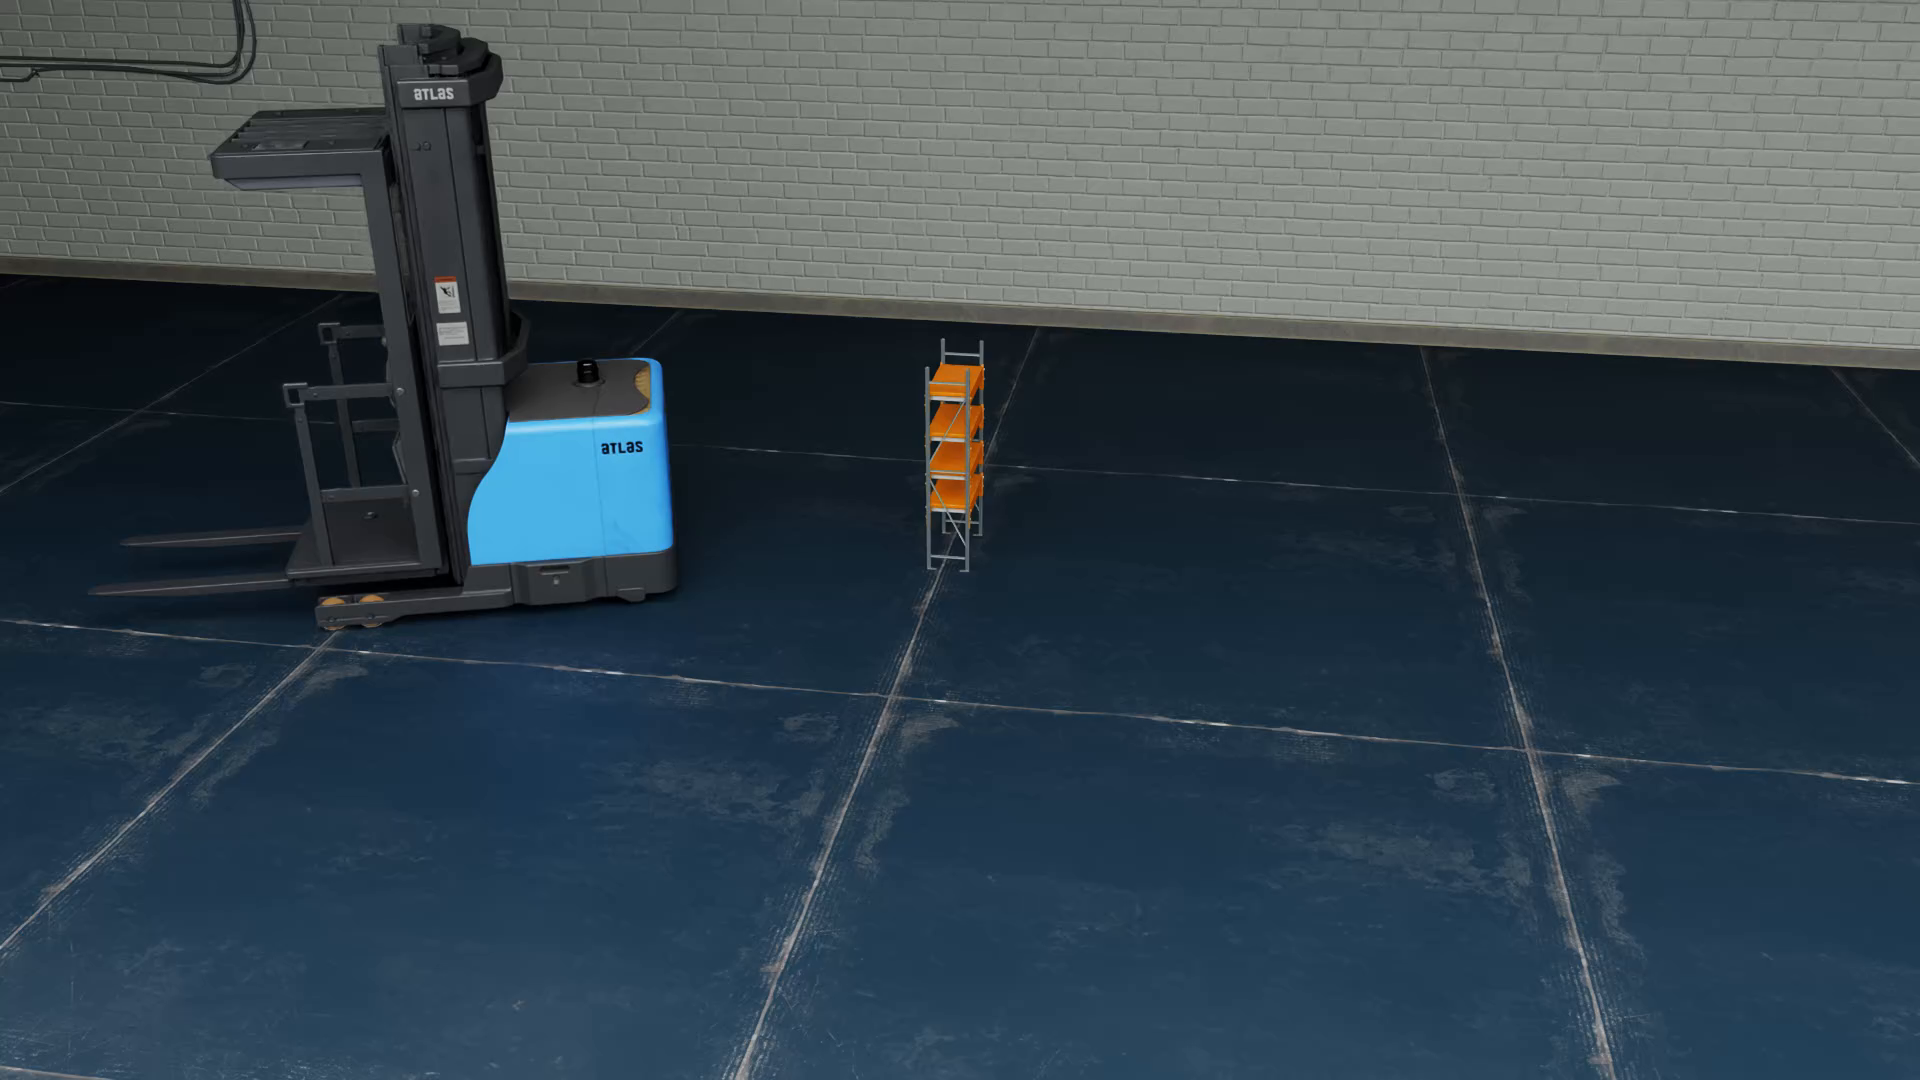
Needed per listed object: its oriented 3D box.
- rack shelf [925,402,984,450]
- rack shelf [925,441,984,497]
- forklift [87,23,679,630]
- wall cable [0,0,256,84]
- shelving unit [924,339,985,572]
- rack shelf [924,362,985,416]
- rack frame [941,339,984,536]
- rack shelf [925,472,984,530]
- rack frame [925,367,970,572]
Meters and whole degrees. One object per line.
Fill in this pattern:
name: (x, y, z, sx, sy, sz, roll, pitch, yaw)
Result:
rack shelf: (-0.027, -0.616, 9.281, 0.258, 0.148, 0.480, 4, 25, 9)
rack shelf: (-0.027, -0.413, 9.376, 0.258, 0.148, 0.480, 4, 25, 9)
forklift: (-3.099, -1.095, 8.631, 3.031, 2.935, 1.130, -4, 25, -9)
wall cable: (-7.254, -4.945, 13.362, 3.097, 2.526, 0.112, 4, 25, 9)
shelving unit: (-0.027, -0.474, 9.348, 0.258, 1.200, 0.503, 4, 25, 9)
rack shelf: (-0.027, -0.830, 9.181, 0.258, 0.148, 0.480, 4, 25, 9)
rack frame: (0.013, -0.576, 9.566, 0.240, 1.200, 0.015, 4, 25, 9)
rack shelf: (-0.027, -0.233, 9.460, 0.258, 0.148, 0.480, 4, 25, 9)
rack frame: (-0.067, -0.372, 9.130, 0.240, 1.200, 0.015, 4, 25, 9)
